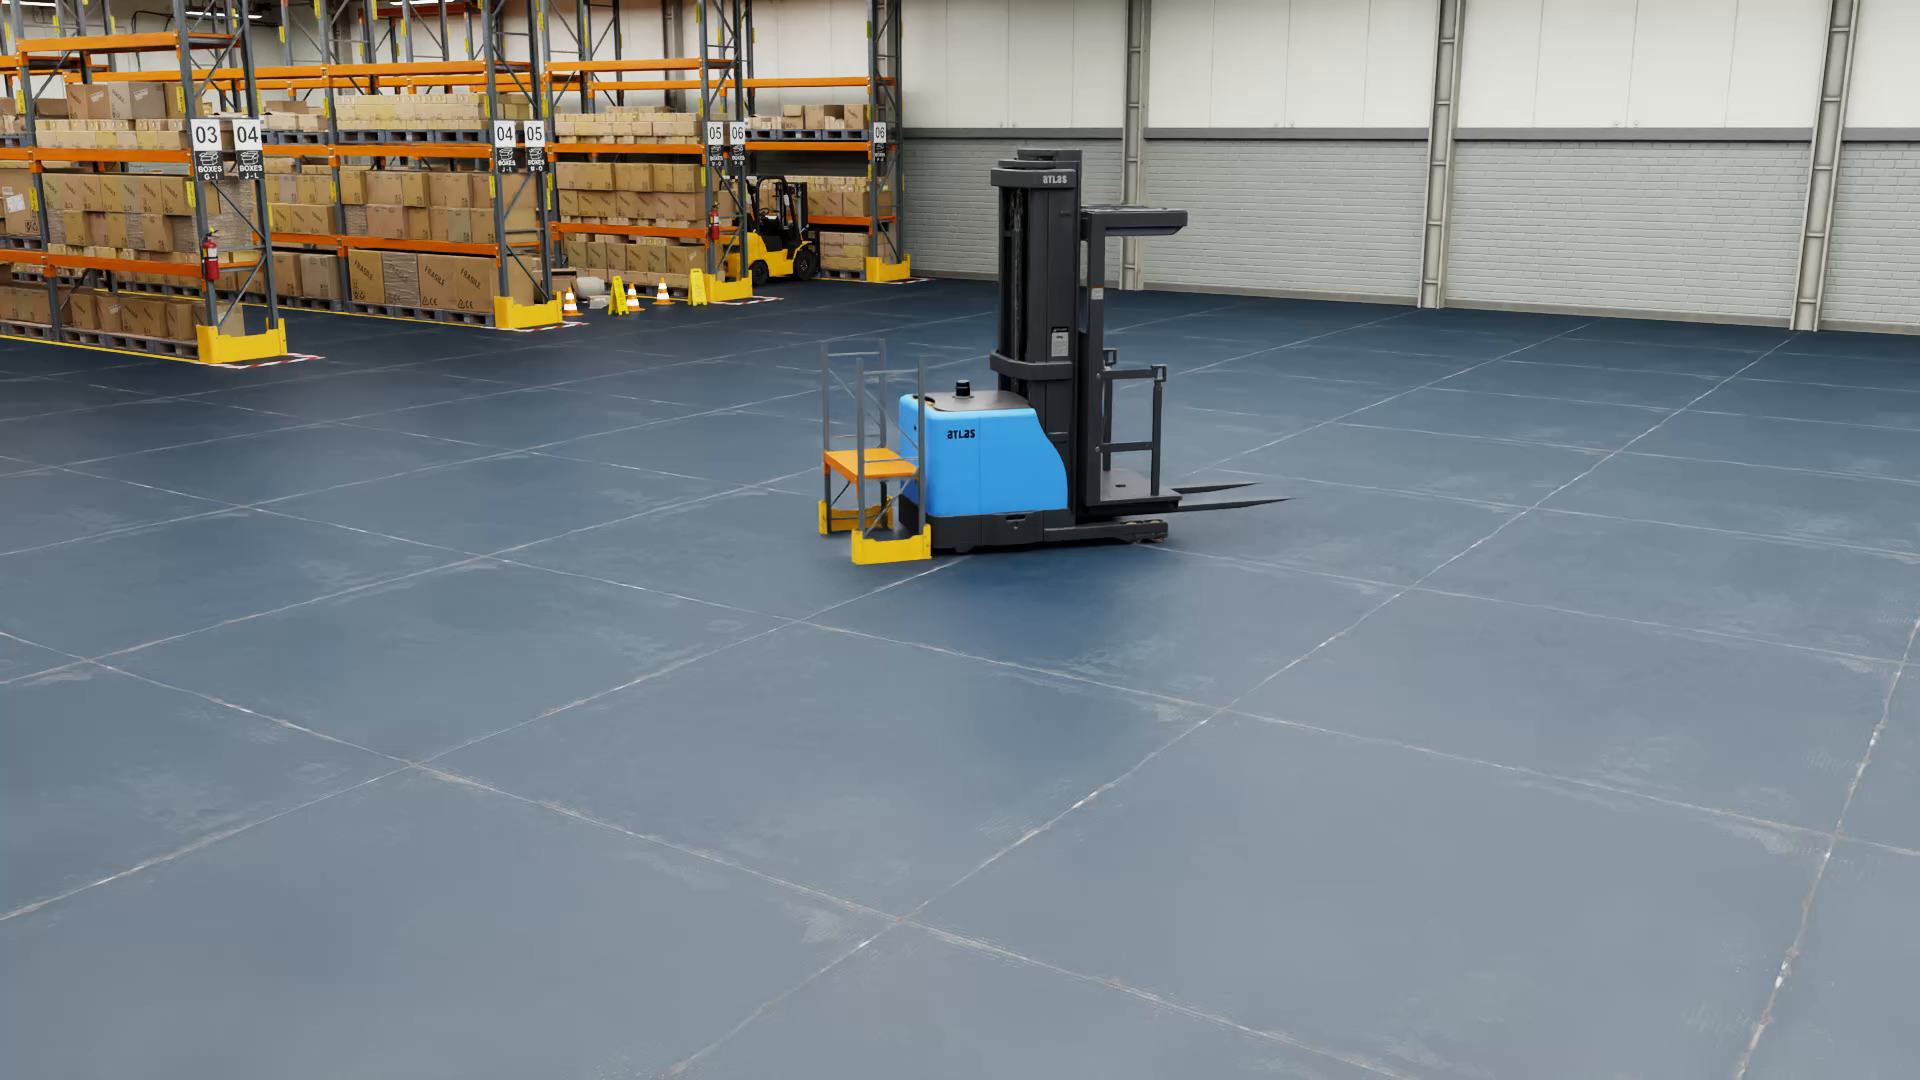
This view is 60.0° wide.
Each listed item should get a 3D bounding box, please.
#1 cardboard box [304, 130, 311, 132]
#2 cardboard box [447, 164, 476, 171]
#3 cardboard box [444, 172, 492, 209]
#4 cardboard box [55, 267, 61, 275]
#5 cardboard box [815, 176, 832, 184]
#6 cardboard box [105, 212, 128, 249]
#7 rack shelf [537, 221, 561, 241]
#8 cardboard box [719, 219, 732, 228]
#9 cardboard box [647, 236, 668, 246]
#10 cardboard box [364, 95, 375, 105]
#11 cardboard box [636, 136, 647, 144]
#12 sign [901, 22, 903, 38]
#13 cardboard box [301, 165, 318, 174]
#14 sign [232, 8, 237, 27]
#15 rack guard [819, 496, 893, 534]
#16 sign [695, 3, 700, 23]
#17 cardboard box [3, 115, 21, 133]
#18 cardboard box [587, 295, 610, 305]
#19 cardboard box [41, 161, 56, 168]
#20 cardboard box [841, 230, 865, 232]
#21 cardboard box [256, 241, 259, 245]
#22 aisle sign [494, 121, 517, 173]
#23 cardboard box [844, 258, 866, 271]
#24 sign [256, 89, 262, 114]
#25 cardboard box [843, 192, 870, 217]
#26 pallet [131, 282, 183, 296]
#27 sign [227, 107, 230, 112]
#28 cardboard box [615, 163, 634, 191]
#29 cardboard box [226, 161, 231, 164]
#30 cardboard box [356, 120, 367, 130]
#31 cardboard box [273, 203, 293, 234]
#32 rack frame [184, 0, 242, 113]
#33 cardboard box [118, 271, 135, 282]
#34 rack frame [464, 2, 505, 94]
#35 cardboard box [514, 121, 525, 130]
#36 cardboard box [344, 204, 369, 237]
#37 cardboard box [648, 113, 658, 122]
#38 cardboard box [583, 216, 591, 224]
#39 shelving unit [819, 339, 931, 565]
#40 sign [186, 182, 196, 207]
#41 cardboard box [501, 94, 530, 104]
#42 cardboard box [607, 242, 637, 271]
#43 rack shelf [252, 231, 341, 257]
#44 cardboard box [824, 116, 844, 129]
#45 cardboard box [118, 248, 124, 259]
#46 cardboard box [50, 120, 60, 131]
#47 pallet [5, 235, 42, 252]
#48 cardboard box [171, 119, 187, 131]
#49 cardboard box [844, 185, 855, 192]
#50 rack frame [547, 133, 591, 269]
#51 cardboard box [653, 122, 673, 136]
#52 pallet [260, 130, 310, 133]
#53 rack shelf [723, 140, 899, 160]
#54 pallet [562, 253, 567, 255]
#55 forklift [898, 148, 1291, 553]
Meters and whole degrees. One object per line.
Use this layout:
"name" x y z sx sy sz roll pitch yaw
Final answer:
"cardboard box" -14.029 -9.000 36.100 0.258 0.266 0.396 9 17 32
"cardboard box" -12.569 -9.221 41.961 0.500 0.500 0.500 9 16 31
"cardboard box" -7.764 -5.642 26.813 0.550 0.550 0.875 9 17 33
"cardboard box" -18.302 -5.485 33.797 0.250 0.149 0.380 9 17 33
"cardboard box" -2.836 -7.554 34.921 0.250 0.149 0.380 10 17 34
"cardboard box" -11.544 -4.417 23.597 0.500 0.500 0.875 9 17 33
"rack shelf" -9.270 -6.388 33.884 4.000 0.370 1.077 9 17 33
"cardboard box" -4.458 -5.898 30.928 0.250 0.149 0.380 9 17 33
"cardboard box" -5.651 -5.606 31.166 0.250 0.149 0.380 10 17 34
"cardboard box" -9.544 -7.224 27.300 0.250 0.149 0.380 9 16 32
"cardboard box" -5.791 -7.436 30.901 0.250 0.149 0.380 9 16 31
"sign" -1.209 -10.475 34.138 0.005 0.325 0.100 9 17 33
"cardboard box" -14.044 -7.960 36.446 0.500 0.500 0.500 9 17 33
"sign" -13.302 -9.559 30.436 0.005 0.325 0.100 9 17 33
"rack guard" -0.818 -0.197 13.101 0.587 0.250 0.087 -5 15 -18
"sign" -4.618 -9.267 29.259 0.005 0.325 0.100 9 17 33
"cardboard box" -13.977 -6.194 24.766 0.258 0.266 0.396 10 17 35
"cardboard box" -6.506 -4.322 29.972 0.380 0.149 0.250 -7 15 -25
"cardboard box" -17.900 -7.297 33.151 0.500 0.500 0.500 9 16 31
"cardboard box" -2.234 -6.446 35.387 0.500 0.250 0.500 9 17 33
"cardboard box" -16.200 -6.849 38.706 0.875 0.438 0.875 10 17 34
"aisle sign" -7.079 -6.125 25.913 0.004 0.787 0.394 9 17 33
"cardboard box" -2.090 -5.792 34.827 0.500 0.250 0.500 9 17 33
"sign" -9.520 -5.945 22.536 0.005 0.325 0.100 9 17 33
"cardboard box" -2.079 -6.985 34.590 0.500 0.500 0.500 9 16 32
"pallet" -15.264 -4.920 32.260 1.213 0.211 1.003 9 17 33
"sign" -17.253 -10.032 39.187 0.005 0.325 0.100 9 17 33
"cardboard box" -6.070 -6.848 31.336 0.500 0.500 0.700 9 17 32
"cardboard box" -16.543 -8.689 38.044 0.250 0.149 0.380 9 17 33
"cardboard box" -9.755 -6.870 27.533 0.250 0.149 0.380 9 17 33
"cardboard box" -11.710 -5.669 29.275 0.500 0.500 0.500 9 17 33
"rack frame" -13.608 -8.917 30.118 0.127 3.000 1.000 9 17 33
"cardboard box" -16.022 -5.309 32.357 0.500 0.500 0.500 10 17 35
"rack frame" -11.482 -11.444 40.327 0.127 3.000 1.000 9 17 33
"cardboard box" -7.076 -6.629 26.556 0.250 0.149 0.380 9 17 33
"cardboard box" -9.976 -5.494 28.464 0.550 0.550 0.875 9 17 33
"cardboard box" -5.532 -7.792 30.677 0.250 0.149 0.380 9 17 33
"cardboard box" -7.052 -6.188 32.101 0.250 0.149 0.380 9 17 33
"shelving unit" -0.660 -0.691 12.492 0.587 1.500 1.083 -5 15 -18
"sign" -10.149 -4.564 21.951 0.005 0.325 0.100 9 17 33
"cardboard box" -7.069 -7.014 26.454 0.250 0.149 0.380 9 17 33
"cardboard box" -6.392 -5.430 31.804 0.500 0.500 0.500 10 17 36
"rack shelf" -11.949 -5.388 29.842 4.000 0.370 1.077 9 17 33
"cardboard box" -2.592 -8.651 34.482 0.258 0.266 0.396 9 17 33
"cardboard box" -11.646 -4.059 23.502 0.250 0.149 0.380 9 17 33
"cardboard box" -12.785 -5.943 23.828 0.250 0.149 0.380 8 16 30
"pallet" -13.694 -4.532 25.286 1.213 0.211 1.003 9 17 33
"cardboard box" -10.227 -5.509 22.073 0.250 0.149 0.380 9 17 33
"cardboard box" -2.197 -7.305 34.534 0.250 0.149 0.380 9 17 34
"rack frame" -7.610 -6.469 32.714 0.127 3.000 1.000 9 17 33
"cardboard box" -5.276 -7.546 30.513 0.500 0.250 0.500 9 16 32
"pallet" -14.922 -9.067 37.150 1.213 0.211 1.003 9 17 33
"rack shelf" -3.184 -8.298 35.356 4.000 0.370 1.077 9 17 33
"pallet" -8.761 -6.750 39.651 1.213 0.211 1.003 9 17 33
"forklift" 1.091 -1.508 12.817 3.031 2.935 1.130 -4 15 -16
